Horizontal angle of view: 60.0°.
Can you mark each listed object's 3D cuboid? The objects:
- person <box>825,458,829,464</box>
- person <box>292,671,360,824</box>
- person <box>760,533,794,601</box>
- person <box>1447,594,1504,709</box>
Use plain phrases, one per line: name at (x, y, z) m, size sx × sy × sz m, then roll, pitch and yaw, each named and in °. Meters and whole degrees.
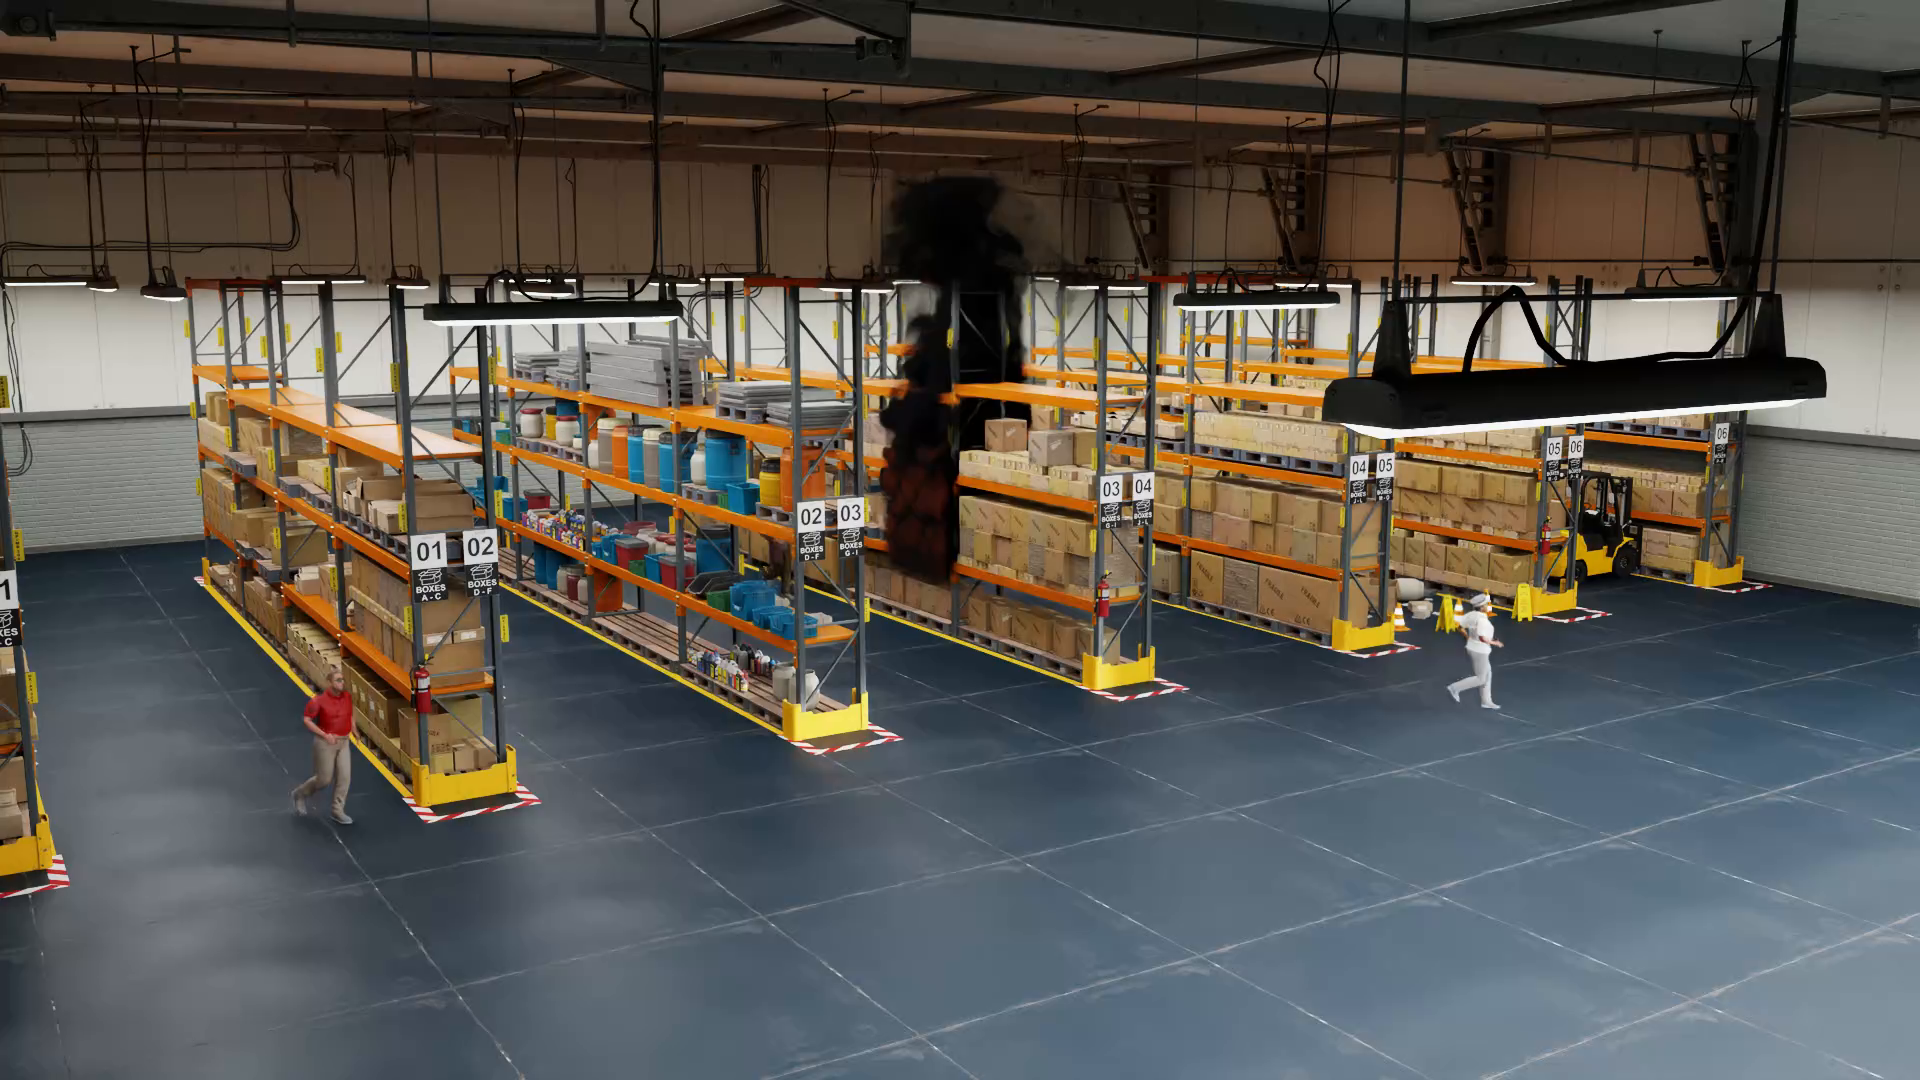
person at (-3.352, -1.139, 39.819) m, size 0.770 × 1.666 × 0.646 m, roll -2°, pitch 10°, yaw -14°
person at (-7.175, 2.335, 19.036) m, size 0.797 × 1.695 × 0.717 m, roll 5°, pitch 11°, yaw 29°
person at (-3.266, 0.168, 29.999) m, size 0.711 × 1.780 × 0.923 m, roll -8°, pitch 12°, yaw -40°
person at (7.304, 1.591, 23.559) m, size 0.828 × 1.690 × 0.581 m, roll -1°, pitch 10°, yaw -5°
